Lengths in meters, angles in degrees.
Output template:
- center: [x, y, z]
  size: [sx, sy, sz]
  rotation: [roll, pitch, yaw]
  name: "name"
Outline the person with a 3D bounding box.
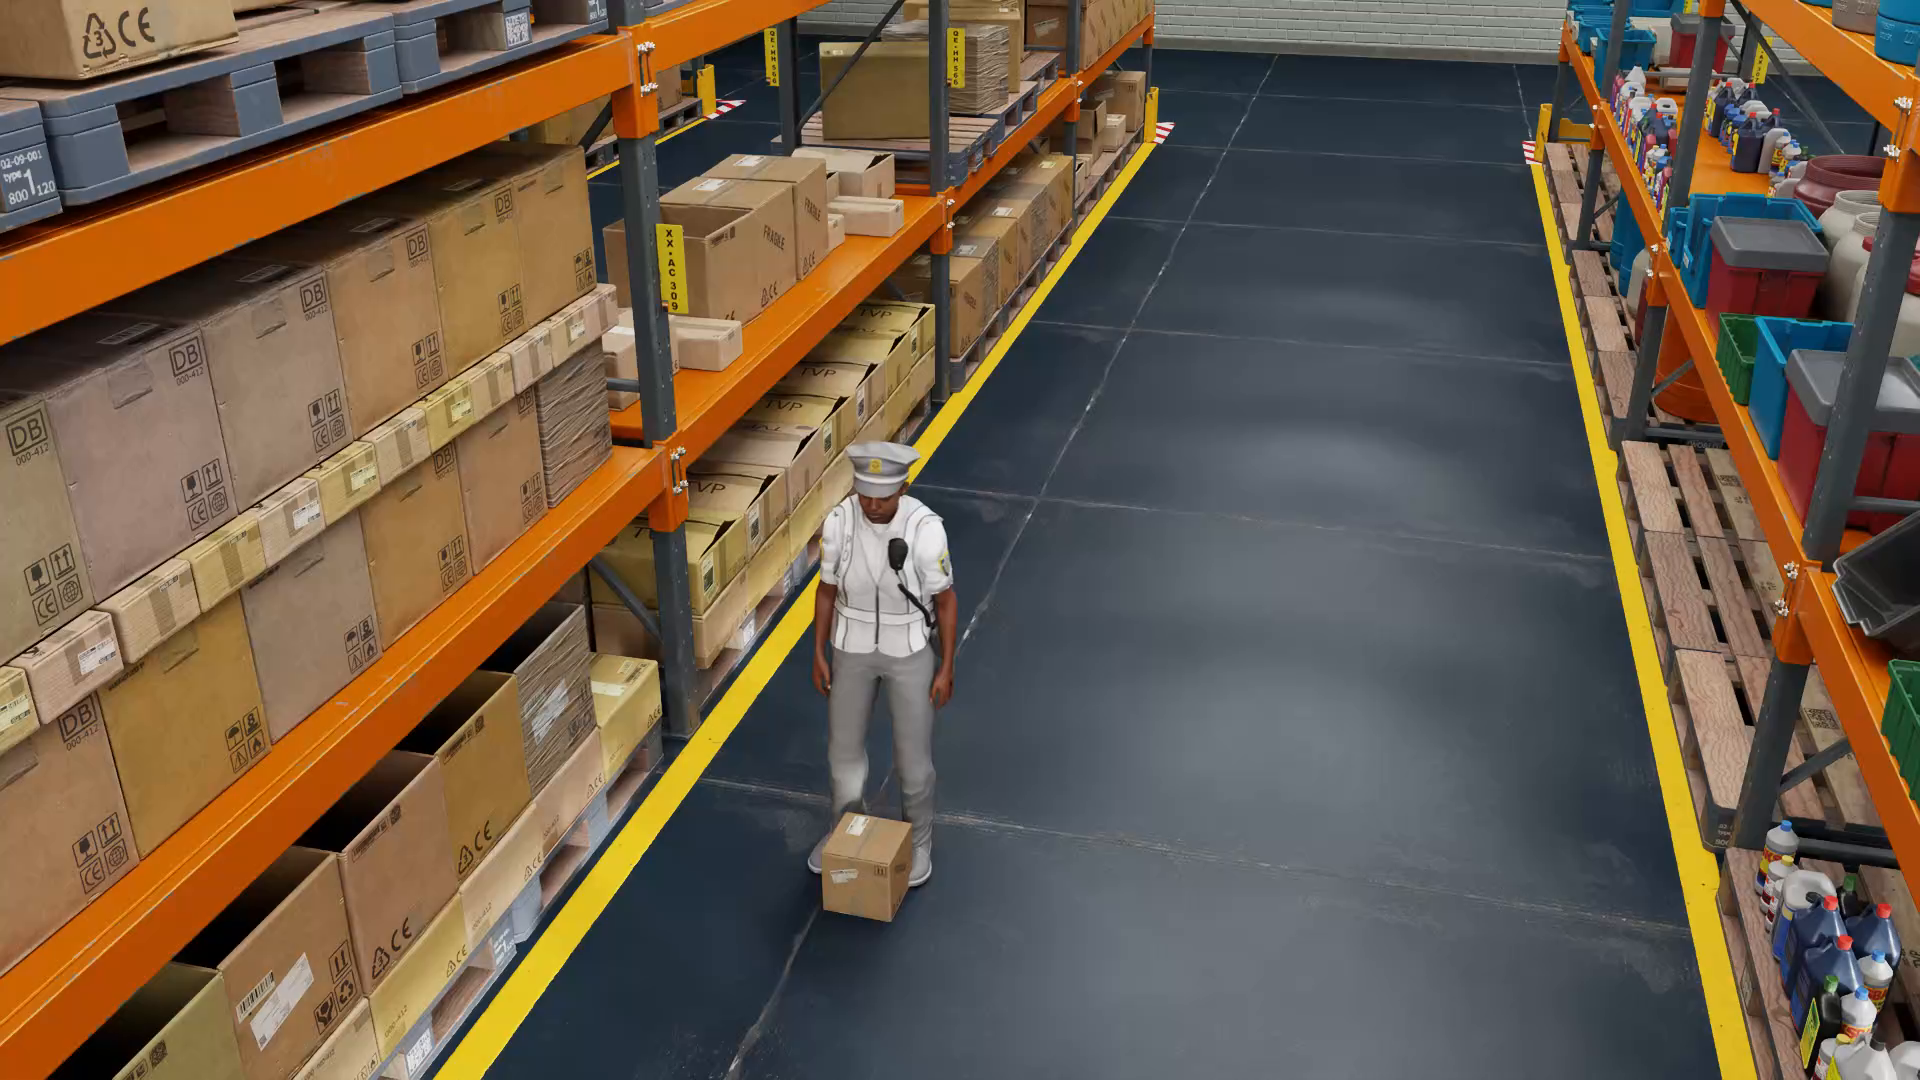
- center: [-0.273, 0.412, 5.742]
  size: [0.530, 1.663, 0.391]
  rotation: [5, 26, 11]
  name: "person"
